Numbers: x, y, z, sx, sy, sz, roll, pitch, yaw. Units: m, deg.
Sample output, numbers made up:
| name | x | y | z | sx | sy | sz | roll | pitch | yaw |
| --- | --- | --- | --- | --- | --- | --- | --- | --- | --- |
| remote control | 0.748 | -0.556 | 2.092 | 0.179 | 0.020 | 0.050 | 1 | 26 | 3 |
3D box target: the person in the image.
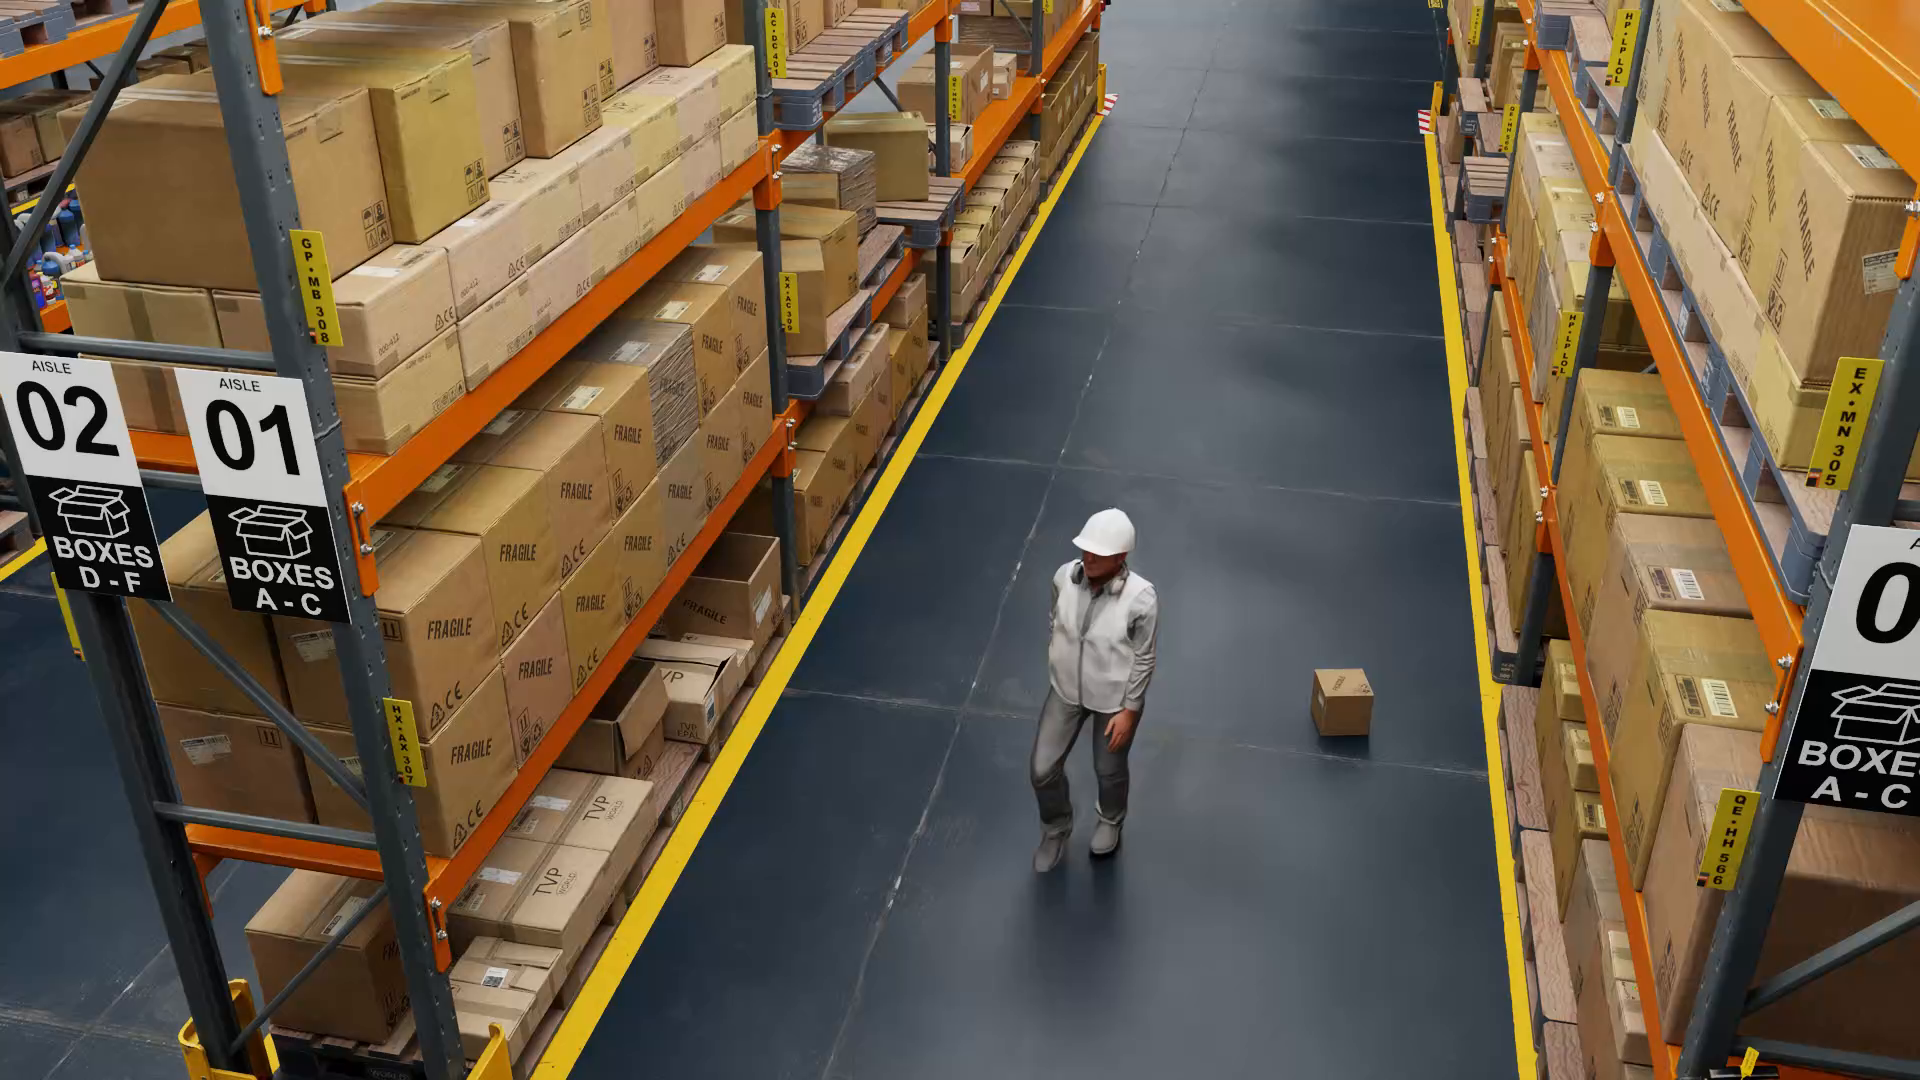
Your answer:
| name | x | y | z | sx | sy | sz | roll | pitch | yaw |
| --- | --- | --- | --- | --- | --- | --- | --- | --- | --- |
| person | 0.598 | 0.692 | 7.341 | 0.549 | 1.831 | 0.537 | 14 | 32 | 25 |
